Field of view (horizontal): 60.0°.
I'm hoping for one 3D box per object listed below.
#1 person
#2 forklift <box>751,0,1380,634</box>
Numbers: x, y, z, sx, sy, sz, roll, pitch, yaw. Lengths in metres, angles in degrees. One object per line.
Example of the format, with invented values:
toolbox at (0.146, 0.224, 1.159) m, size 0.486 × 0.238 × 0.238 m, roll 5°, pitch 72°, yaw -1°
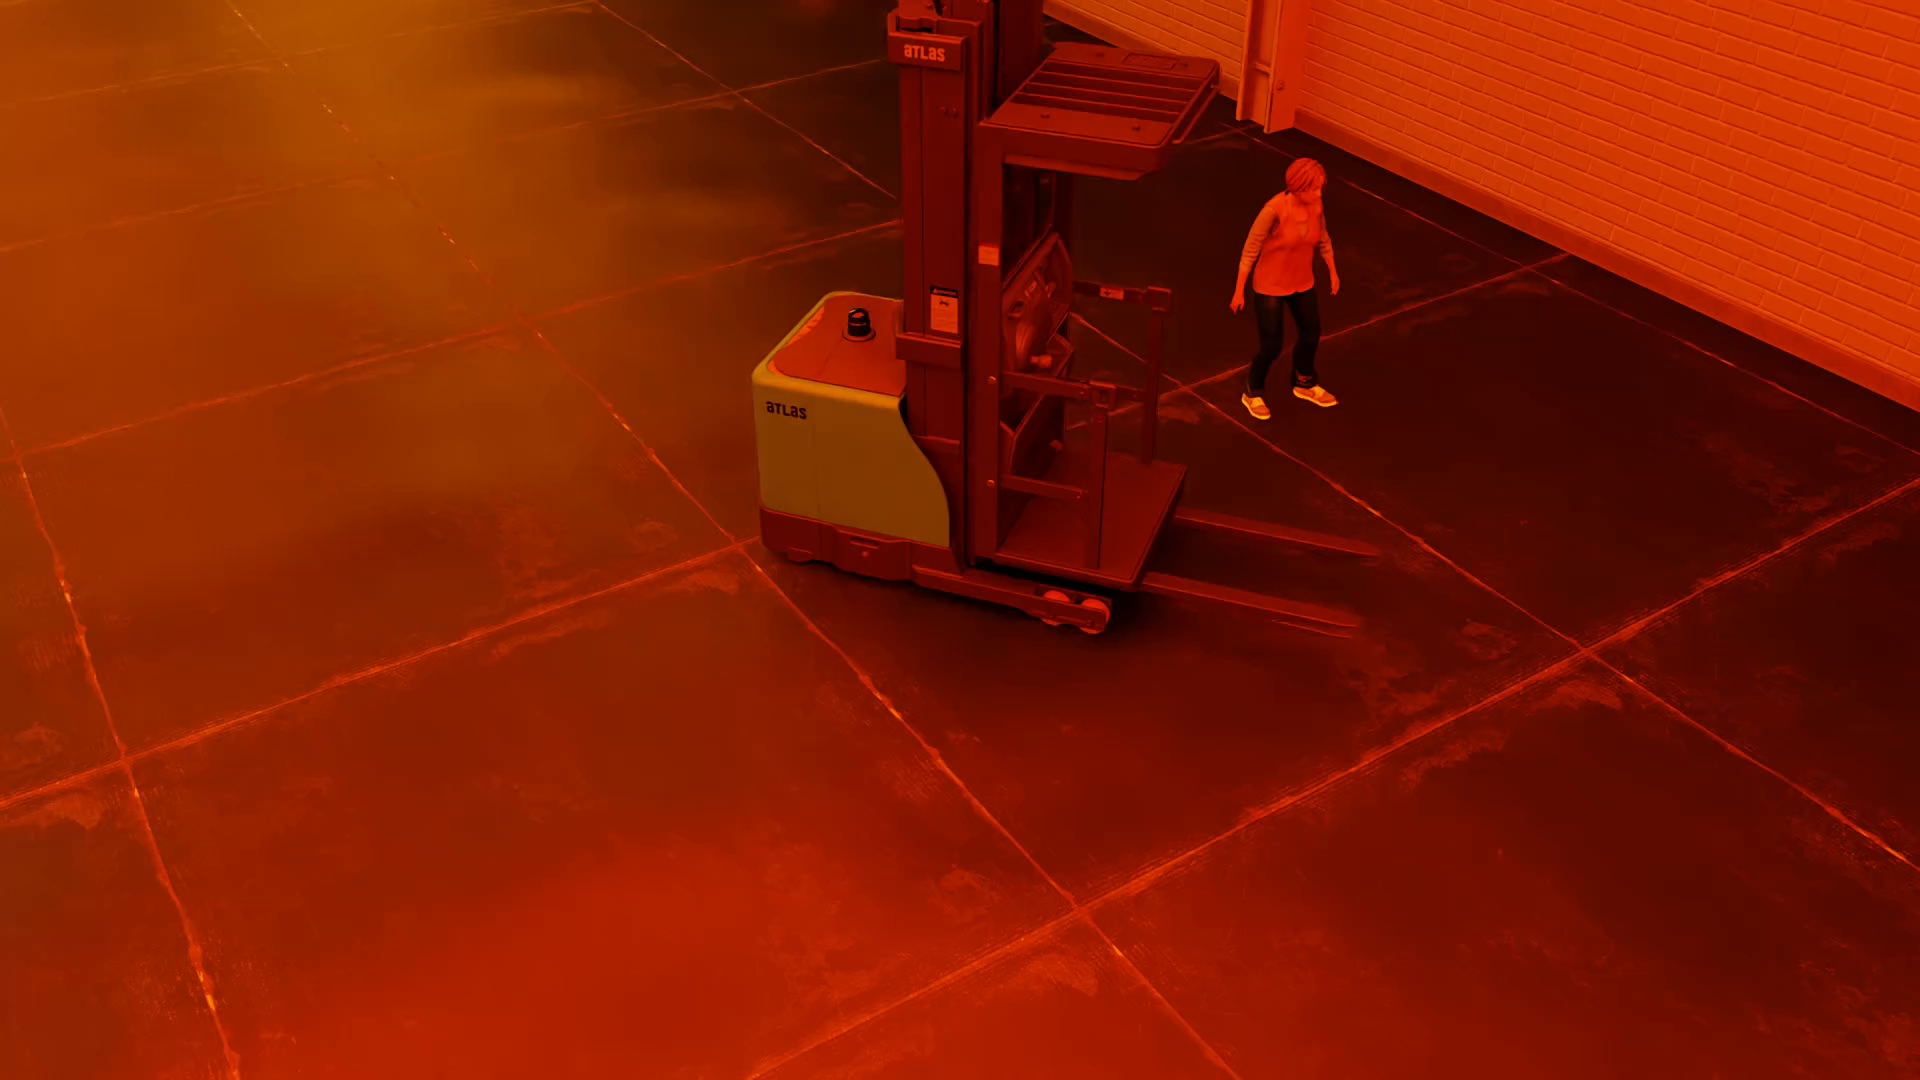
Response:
person at (1.855, -1.423, 9.360) m, size 0.690 × 1.571 × 0.341 m, roll -16°, pitch 38°, yaw -22°
forklift at (0.548, -1.092, 7.702) m, size 3.031 × 2.935 × 1.130 m, roll 12°, pitch 37°, yaw 16°
